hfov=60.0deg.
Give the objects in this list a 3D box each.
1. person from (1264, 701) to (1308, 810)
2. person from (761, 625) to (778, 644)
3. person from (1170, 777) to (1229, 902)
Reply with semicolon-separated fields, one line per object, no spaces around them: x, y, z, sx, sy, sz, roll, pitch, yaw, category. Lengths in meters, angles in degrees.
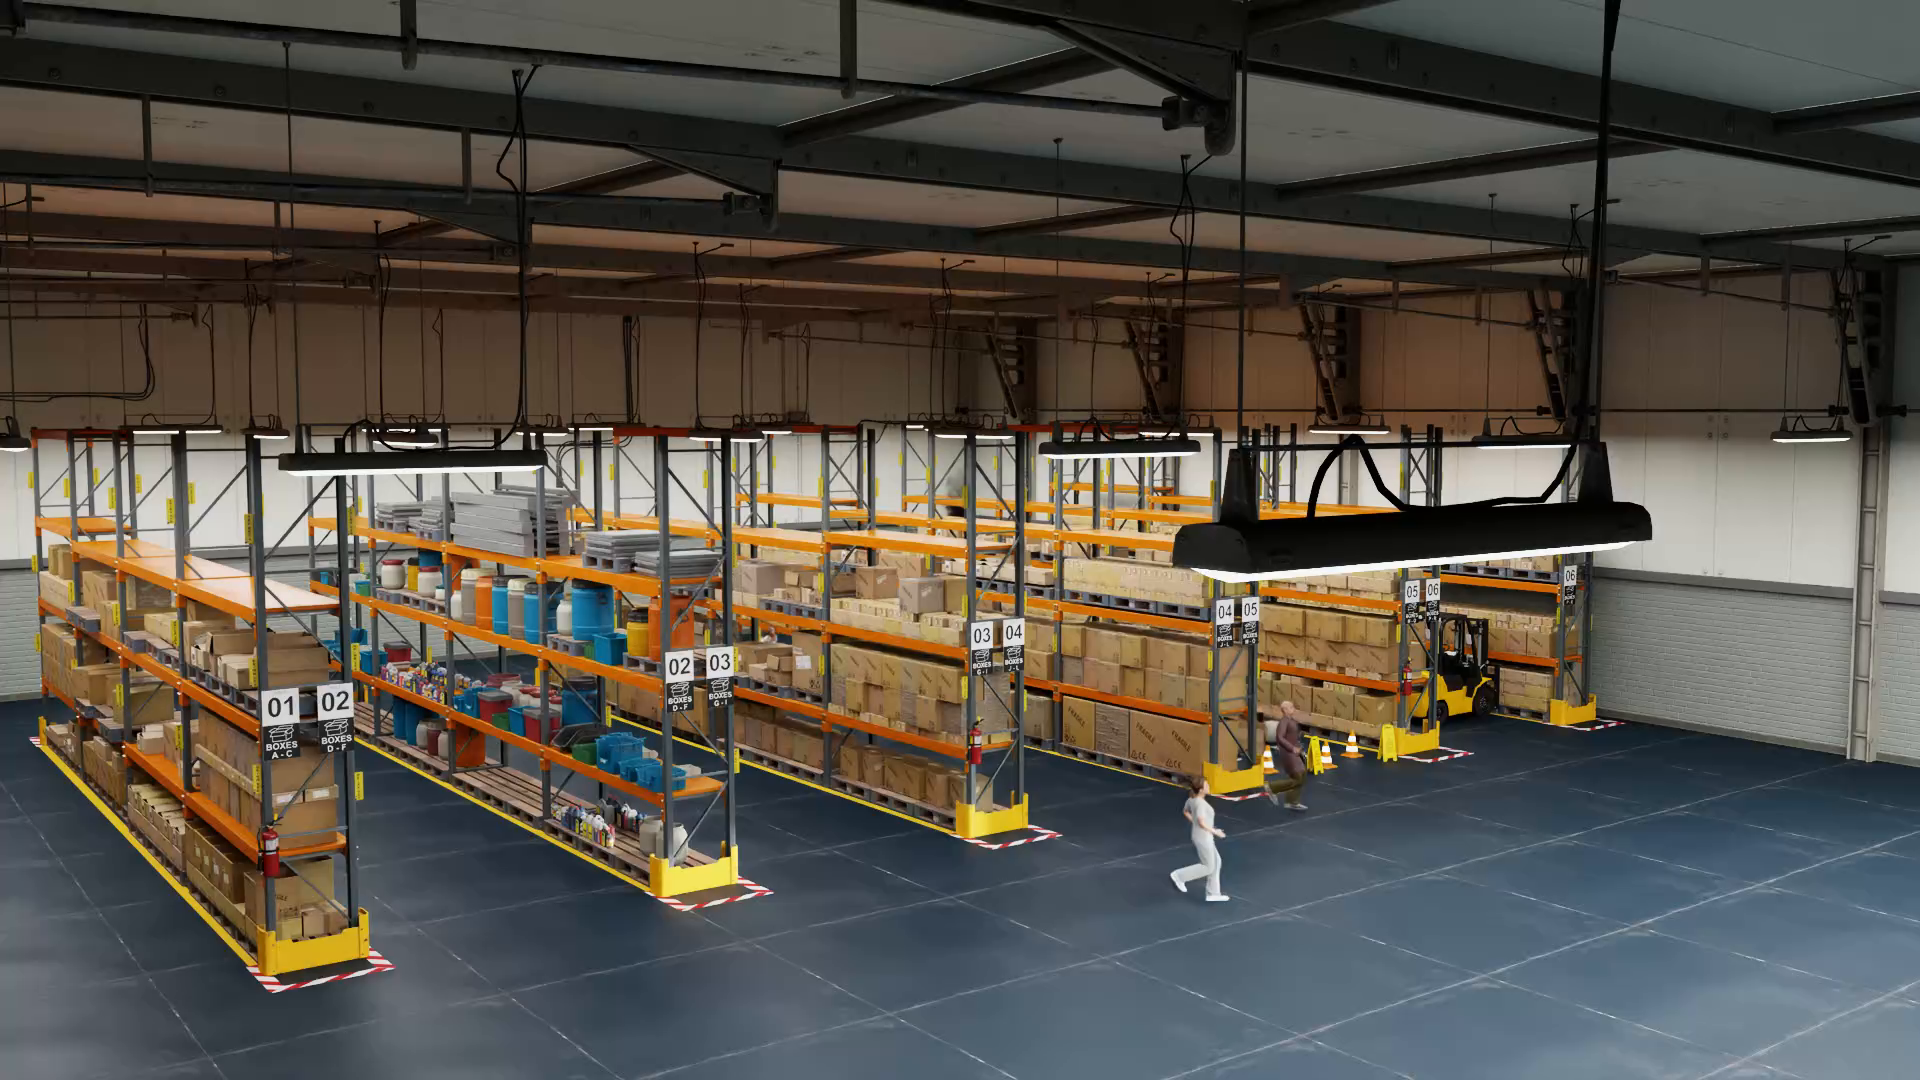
5.167;3.409;26.295;0.680;1.734;0.729;1;5;15;person
-4.232;2.668;36.812;0.566;1.587;0.828;-4;6;-42;person
3.076;3.846;21.370;0.791;1.632;0.580;-1;5;-7;person
